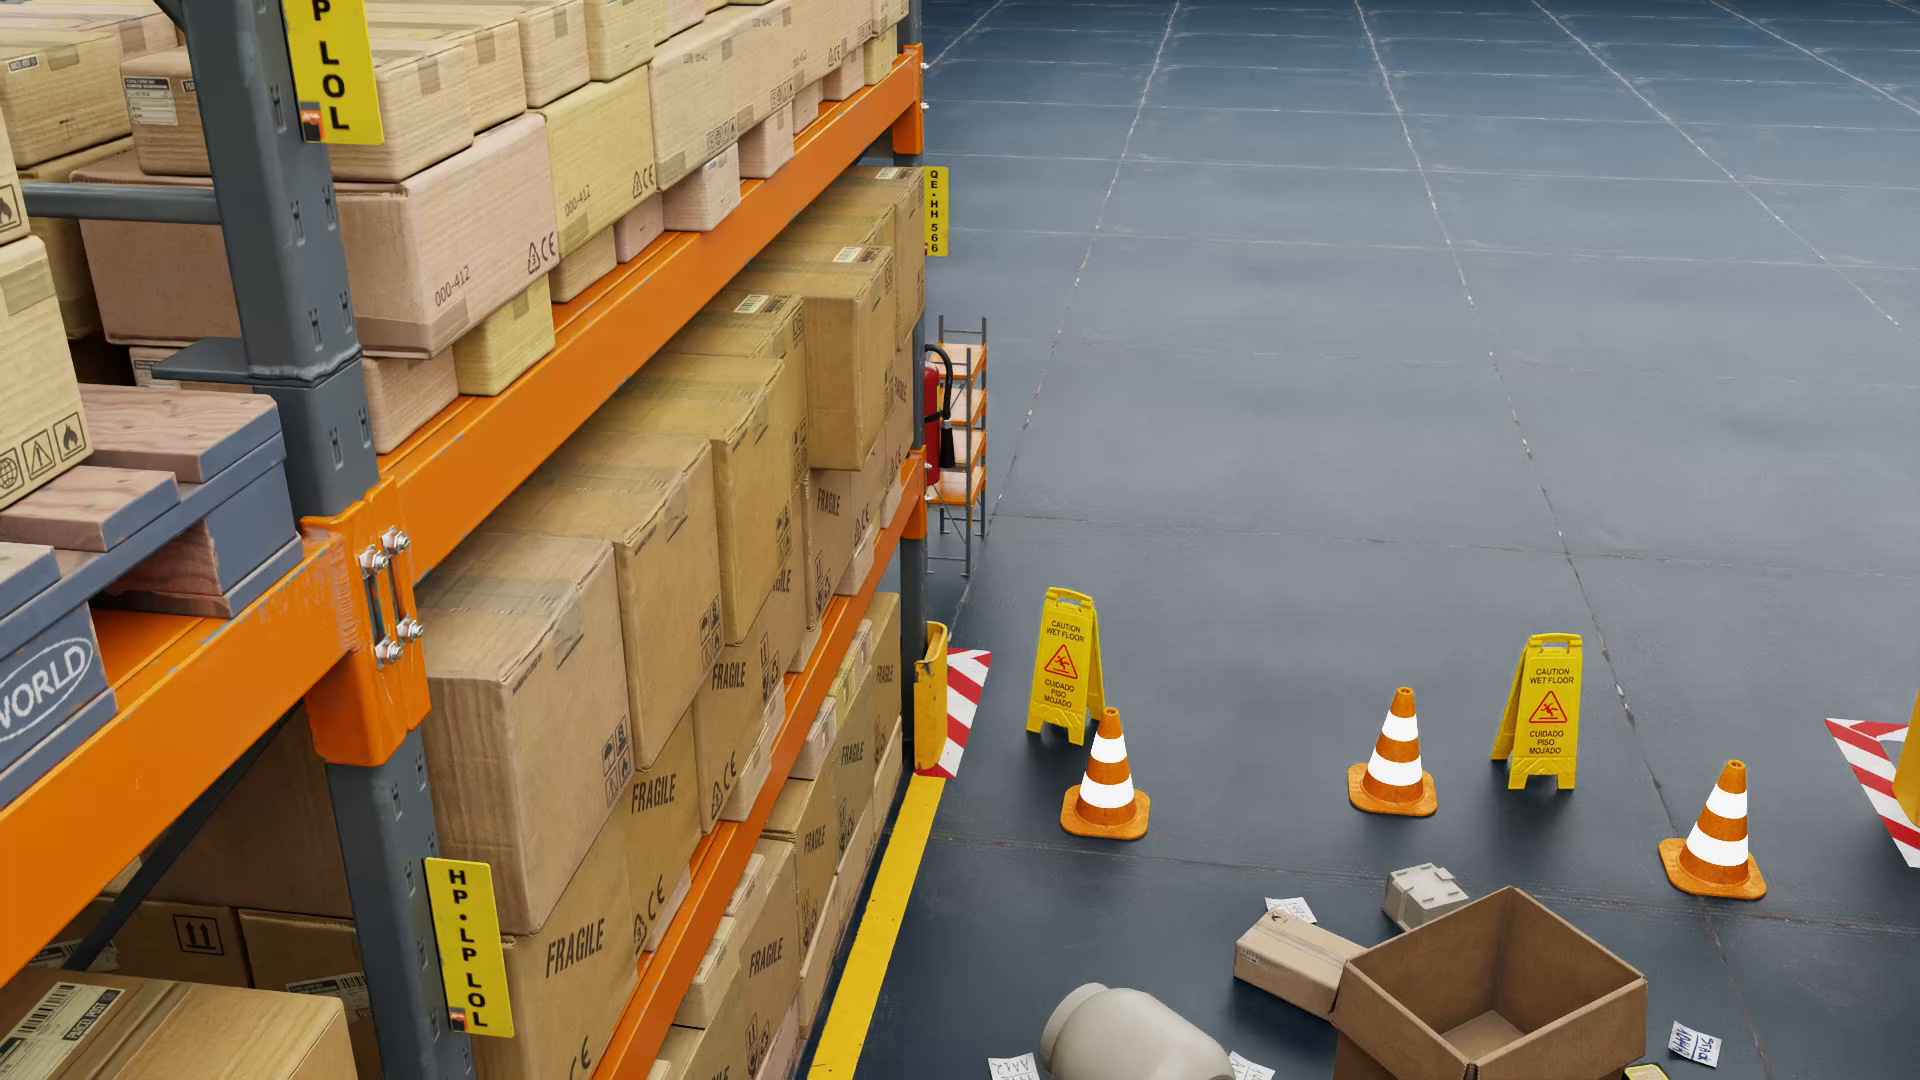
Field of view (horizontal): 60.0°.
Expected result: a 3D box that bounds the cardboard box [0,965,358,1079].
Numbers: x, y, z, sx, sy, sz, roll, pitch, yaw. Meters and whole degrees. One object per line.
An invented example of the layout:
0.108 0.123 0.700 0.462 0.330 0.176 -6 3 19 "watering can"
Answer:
-1.139 0.947 2.224 0.500 0.500 0.500 4 25 8 "cardboard box"

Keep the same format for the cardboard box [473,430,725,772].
-0.899 0.094 3.362 0.700 0.500 0.500 4 25 9 "cardboard box"

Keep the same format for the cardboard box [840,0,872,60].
-0.550 -1.548 4.806 0.500 0.250 0.500 4 25 8 "cardboard box"

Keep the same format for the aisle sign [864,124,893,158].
-0.340 -1.748 5.879 0.394 0.787 0.004 4 25 9 "aisle sign"

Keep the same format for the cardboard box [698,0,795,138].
-0.697 -1.118 3.889 0.500 0.250 0.500 4 25 9 "cardboard box"

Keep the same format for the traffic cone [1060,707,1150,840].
0.566 0.854 6.381 0.336 0.463 0.334 4 25 9 "traffic cone"

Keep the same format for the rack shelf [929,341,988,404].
-0.027 -0.830 8.181 0.258 0.148 0.480 4 25 9 "rack shelf"

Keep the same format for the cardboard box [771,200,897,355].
-0.594 -0.758 5.182 0.700 0.500 0.500 4 25 9 "cardboard box"

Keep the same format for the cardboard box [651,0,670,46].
-0.790 -1.043 3.256 0.380 0.149 0.250 3 25 7 "cardboard box"

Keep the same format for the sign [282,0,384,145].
-0.741 -0.626 1.936 0.100 0.325 0.005 4 25 9 "sign"

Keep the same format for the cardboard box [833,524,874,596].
-0.493 0.050 5.402 0.380 0.149 0.250 4 25 9 "cardboard box"

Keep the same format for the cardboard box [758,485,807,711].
-0.726 0.130 4.465 0.500 0.500 0.500 4 25 9 "cardboard box"

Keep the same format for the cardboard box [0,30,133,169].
-1.453 -0.645 2.408 0.380 0.149 0.250 5 25 10 "cardboard box"

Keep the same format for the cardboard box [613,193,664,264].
-0.833 -0.680 3.422 0.380 0.149 0.250 3 25 7 "cardboard box"

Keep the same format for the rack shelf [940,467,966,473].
-0.027 -0.439 8.364 0.199 0.029 0.442 4 25 9 "rack shelf"

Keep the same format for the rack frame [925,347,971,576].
-0.067 -0.372 8.130 0.240 1.200 0.015 4 25 9 "rack frame"

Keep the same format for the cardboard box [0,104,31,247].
-1.259 -0.348 1.508 0.500 0.250 0.500 5 25 10 "cardboard box"

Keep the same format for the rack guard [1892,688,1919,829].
4.268 0.858 6.327 1.175 0.500 0.348 4 25 9 "rack guard"

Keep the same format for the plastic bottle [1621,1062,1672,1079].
2.128 1.705 5.035 0.133 0.061 0.283 -5 25 -10 "plastic bottle"

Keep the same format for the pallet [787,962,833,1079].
-1.018 1.576 5.134 1.003 0.211 1.213 4 25 9 "pallet"

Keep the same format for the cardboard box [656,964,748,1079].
-0.851 1.371 4.146 0.500 0.500 0.500 5 26 11 "cardboard box"

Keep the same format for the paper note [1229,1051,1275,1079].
0.887 1.663 5.174 0.148 0.019 0.142 13 28 26 "paper note"

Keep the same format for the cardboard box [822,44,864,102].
-0.504 -1.426 5.015 0.380 0.149 0.250 5 26 10 "cardboard box"

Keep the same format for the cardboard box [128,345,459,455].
-0.994 -0.251 2.506 0.380 0.149 0.250 4 25 8 "cardboard box"

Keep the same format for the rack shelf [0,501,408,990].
-1.616 0.912 0.573 1.077 0.370 4.000 4 25 9 "rack shelf"

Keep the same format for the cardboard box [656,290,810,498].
-0.794 -0.338 4.286 0.700 0.500 0.500 4 25 8 "cardboard box"

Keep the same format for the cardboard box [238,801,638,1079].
-0.943 0.764 3.111 0.500 0.500 0.500 4 25 8 "cardboard box"

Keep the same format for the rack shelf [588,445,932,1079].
-0.963 0.598 4.783 1.077 0.370 4.000 4 25 9 "rack shelf"

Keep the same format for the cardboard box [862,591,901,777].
-0.510 0.504 5.998 0.500 0.500 0.500 4 25 9 "cardboard box"

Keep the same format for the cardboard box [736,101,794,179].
-0.625 -0.995 4.096 0.380 0.149 0.250 4 25 8 "cardboard box"

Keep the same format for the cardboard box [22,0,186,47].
-1.356 -0.862 2.871 0.380 0.149 0.250 5 25 10 "cardboard box"

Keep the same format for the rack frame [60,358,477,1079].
-1.290 1.108 2.844 1.000 3.000 0.127 4 25 9 "rack frame"

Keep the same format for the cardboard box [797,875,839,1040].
-0.675 1.283 5.220 0.500 0.250 0.500 3 25 7 "cardboard box"

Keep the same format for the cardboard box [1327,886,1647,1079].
1.575 1.476 5.003 0.797 0.503 0.637 -14 29 -27 "cardboard box"

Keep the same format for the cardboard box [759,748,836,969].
-0.681 0.933 5.082 0.500 0.500 0.500 3 25 7 "cardboard box"

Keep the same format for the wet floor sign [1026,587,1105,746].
0.451 0.496 6.928 0.267 0.644 0.232 13 28 26 "wet floor sign"

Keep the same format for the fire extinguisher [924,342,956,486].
-0.163 -0.545 6.468 0.296 0.674 0.183 4 25 9 "fire extinguisher"

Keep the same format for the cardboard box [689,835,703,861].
-0.831 0.675 4.065 0.380 0.149 0.250 4 25 8 "cardboard box"

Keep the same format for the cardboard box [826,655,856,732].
-0.548 0.473 5.299 0.380 0.149 0.250 4 25 9 "cardboard box"

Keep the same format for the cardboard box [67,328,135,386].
-1.539 -0.290 2.589 0.380 0.149 0.250 4 25 9 "cardboard box"

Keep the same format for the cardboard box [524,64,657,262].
-0.872 -0.698 2.991 0.500 0.250 0.500 4 25 8 "cardboard box"

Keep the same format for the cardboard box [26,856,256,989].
-1.462 0.725 3.193 0.500 0.500 0.500 3 25 7 "cardboard box"

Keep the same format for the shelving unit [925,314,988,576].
-0.027 -0.474 8.348 0.258 1.200 0.503 4 25 9 "shelving unit"

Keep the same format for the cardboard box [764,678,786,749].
-0.690 0.471 4.502 0.380 0.149 0.250 4 25 8 "cardboard box"

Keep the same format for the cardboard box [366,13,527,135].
-0.902 -0.717 2.562 0.380 0.149 0.250 5 26 10 "cardboard box"
